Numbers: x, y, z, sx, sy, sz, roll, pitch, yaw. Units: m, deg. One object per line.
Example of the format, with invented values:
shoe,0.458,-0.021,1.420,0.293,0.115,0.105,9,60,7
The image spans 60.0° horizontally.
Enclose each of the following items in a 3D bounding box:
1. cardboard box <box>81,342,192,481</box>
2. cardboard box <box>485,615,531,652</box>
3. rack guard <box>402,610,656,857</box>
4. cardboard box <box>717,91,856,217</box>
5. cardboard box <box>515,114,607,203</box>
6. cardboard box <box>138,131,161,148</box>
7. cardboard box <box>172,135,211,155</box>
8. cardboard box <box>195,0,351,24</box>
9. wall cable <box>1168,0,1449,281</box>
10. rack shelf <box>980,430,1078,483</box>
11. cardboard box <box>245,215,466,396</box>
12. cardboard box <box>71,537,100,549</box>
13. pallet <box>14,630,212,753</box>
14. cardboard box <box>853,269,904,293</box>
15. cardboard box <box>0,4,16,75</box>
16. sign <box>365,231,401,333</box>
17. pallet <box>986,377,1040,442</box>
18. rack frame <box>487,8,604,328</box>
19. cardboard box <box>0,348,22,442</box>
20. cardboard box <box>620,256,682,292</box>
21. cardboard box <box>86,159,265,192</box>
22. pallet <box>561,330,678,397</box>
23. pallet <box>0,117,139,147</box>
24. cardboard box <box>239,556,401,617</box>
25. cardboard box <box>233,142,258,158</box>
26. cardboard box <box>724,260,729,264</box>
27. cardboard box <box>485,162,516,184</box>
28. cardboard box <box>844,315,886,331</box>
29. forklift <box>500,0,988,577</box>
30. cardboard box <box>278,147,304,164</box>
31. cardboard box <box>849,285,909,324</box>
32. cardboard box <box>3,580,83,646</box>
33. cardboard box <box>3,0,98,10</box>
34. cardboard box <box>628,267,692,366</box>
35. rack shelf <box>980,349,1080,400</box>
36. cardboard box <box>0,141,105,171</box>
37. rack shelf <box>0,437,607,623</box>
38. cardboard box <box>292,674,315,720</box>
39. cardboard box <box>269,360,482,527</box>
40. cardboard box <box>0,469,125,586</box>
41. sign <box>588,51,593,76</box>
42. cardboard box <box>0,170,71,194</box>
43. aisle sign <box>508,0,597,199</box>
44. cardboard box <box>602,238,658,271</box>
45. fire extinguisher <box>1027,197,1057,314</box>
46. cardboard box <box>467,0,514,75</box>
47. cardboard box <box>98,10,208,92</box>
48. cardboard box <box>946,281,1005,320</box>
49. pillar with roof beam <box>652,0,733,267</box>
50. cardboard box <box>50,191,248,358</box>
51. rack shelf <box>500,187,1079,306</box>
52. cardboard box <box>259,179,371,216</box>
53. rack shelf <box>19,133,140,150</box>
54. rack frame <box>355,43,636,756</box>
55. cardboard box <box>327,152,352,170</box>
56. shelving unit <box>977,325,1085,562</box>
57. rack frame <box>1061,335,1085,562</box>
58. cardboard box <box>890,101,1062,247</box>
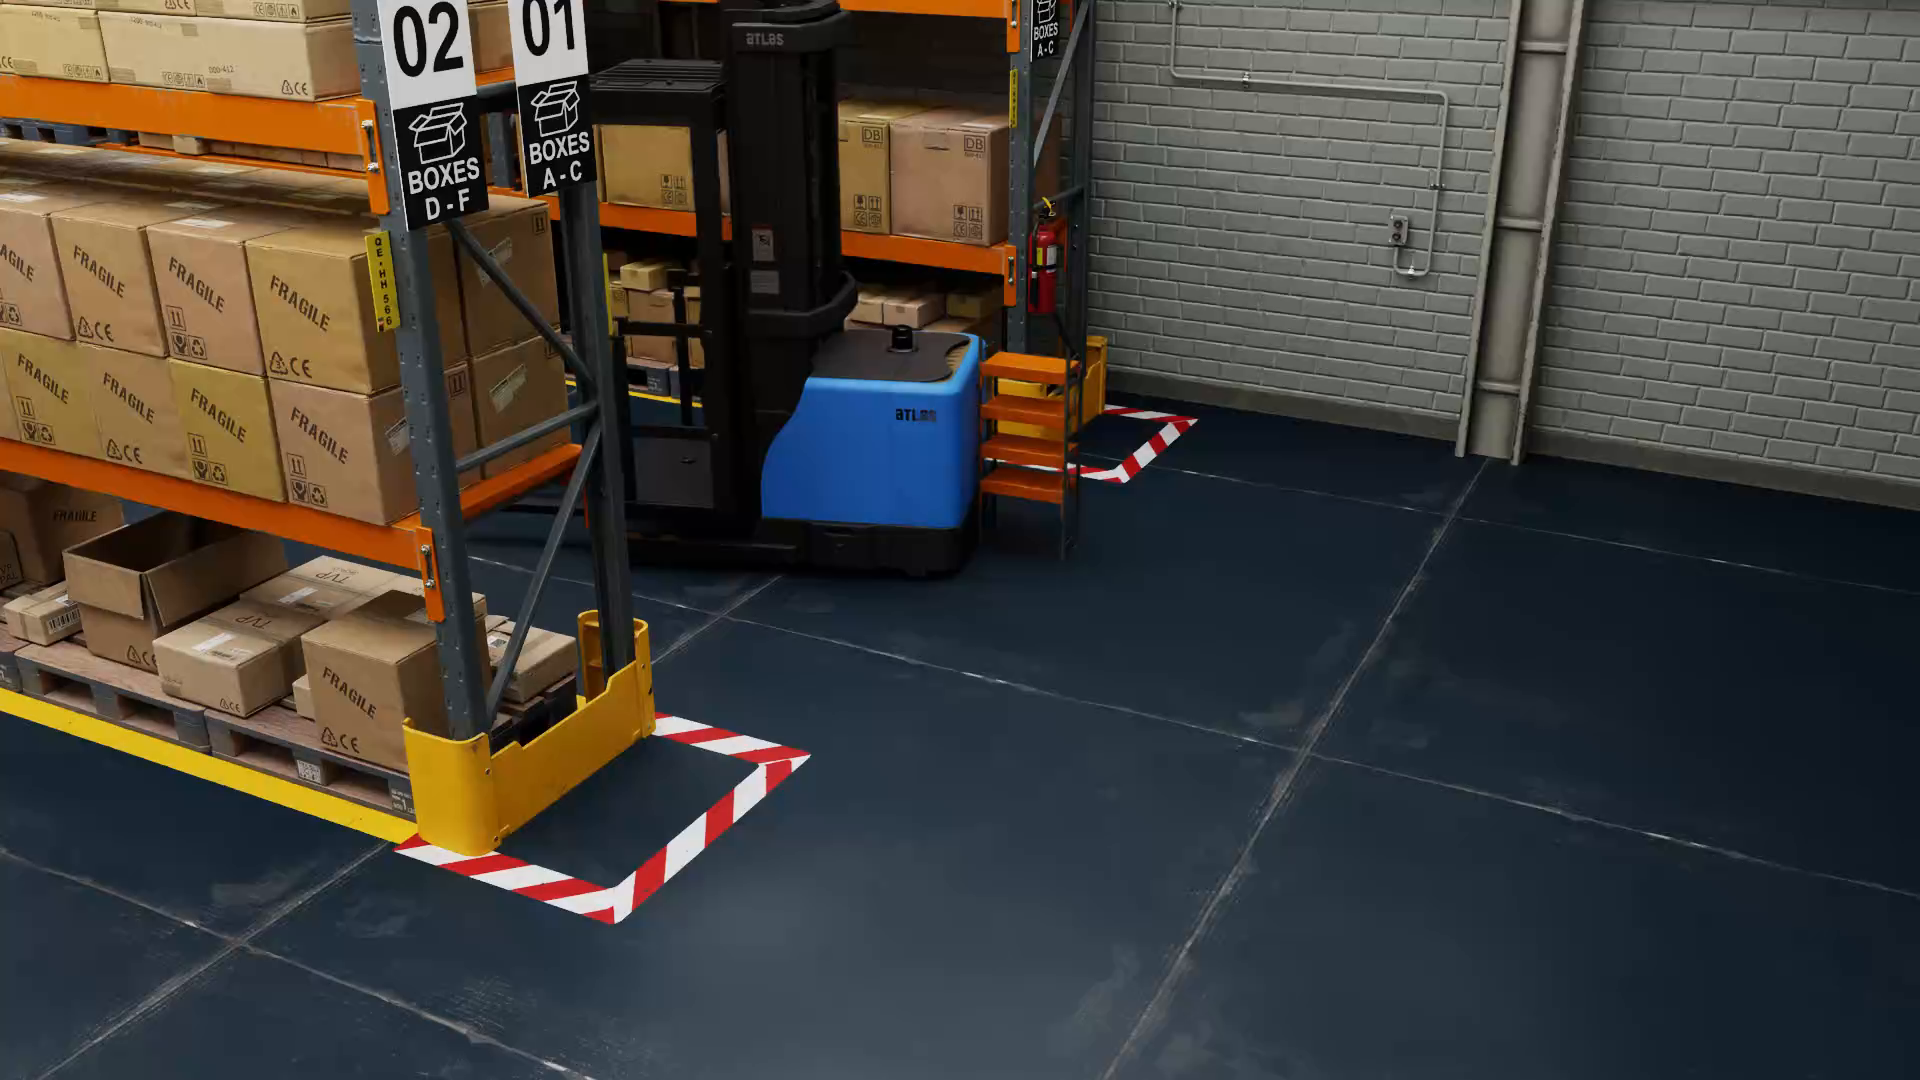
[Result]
cardboard box,-3.091,-0.586,6.667,0.500,0.500,0.500,11,26,25
cardboard box,-2.103,0.488,7.328,0.250,0.166,0.380,11,25,25
rack guard,-1.729,0.761,6.821,0.348,0.500,1.175,11,25,25
cardboard box,-1.220,-2.593,11.131,0.700,0.700,0.980,10,25,22
cardboard box,-2.523,-2.849,11.733,0.700,0.700,0.980,12,26,25
cardboard box,-6.380,-3.273,13.410,0.250,0.149,0.380,11,25,24
cardboard box,-5.960,-3.149,13.118,0.250,0.149,0.380,12,26,26
cardboard box,-2.235,-1.918,5.648,0.500,0.250,0.500,11,25,25
wall cable,2.140,-2.678,10.416,1.851,1.984,0.084,11,25,25
rack shelf,0.375,-0.453,8.953,0.480,0.148,0.258,10,25,21
cardboard box,-2.183,-0.864,6.044,0.500,0.500,0.500,11,25,24
cardboard box,-3.926,0.087,8.086,0.500,0.311,0.500,11,25,25
pallet,-3.526,0.538,7.715,1.213,0.211,1.003,11,25,25
cardboard box,-0.573,-1.718,11.284,0.250,0.149,0.380,11,26,25
cardboard box,-3.571,-1.955,6.373,0.500,0.250,0.500,11,25,25
sign,-1.930,-0.863,5.564,0.005,0.325,0.100,11,25,25
pallet,-0.179,-0.937,11.183,1.213,0.211,1.003,11,25,25
rack frame,-3.000,-2.812,12.030,0.127,3.000,1.000,11,25,25
cardboard box,-3.996,-0.764,7.086,0.500,0.500,0.500,11,25,24
cardboard box,-2.155,-1.862,11.624,0.250,0.149,0.380,12,26,26
cardboard box,-3.307,-1.321,7.118,0.500,0.500,0.500,11,25,24
pallet,-2.356,-1.368,12.196,1.213,0.211,1.003,11,25,25
pallet,-7.253,-3.519,13.937,1.003,0.211,1.213,11,25,25
cardboard box,-2.911,0.316,7.626,0.500,0.250,0.500,11,25,25
cardboard box,-5.444,-3.105,13.014,0.250,0.149,0.380,12,26,26
cardboard box,-1.487,-1.897,11.707,0.250,0.149,0.380,11,26,25
cardboard box,-3.429,-2.667,11.984,0.250,0.149,0.380,11,26,25
cardboard box,-0.546,-1.326,11.193,0.500,0.500,0.700,11,25,24
forklift,-1.406,-1.409,8.819,3.031,2.935,1.130,4,23,8
cardboard box,-5.006,-3.006,12.782,0.250,0.149,0.380,11,26,25
cardboard box,-0.525,-1.540,10.867,0.250,0.149,0.380,12,26,26
cardboard box,-4.178,0.319,7.726,0.250,0.166,0.380,11,25,25
cardboard box,-3.126,-2.096,6.066,0.500,0.250,0.500,11,25,25
cardboard box,-1.932,-1.598,11.831,0.500,0.500,0.700,11,25,24
rack shelf,0.375,-0.876,8.773,0.480,0.148,0.258,10,25,21
cardboard box,-4.205,-1.499,7.538,0.500,0.500,0.500,11,25,24
rack shelf,-3.446,-0.398,7.271,4.000,0.370,1.077,11,25,25
cardboard box,-2.579,0.613,7.034,0.250,0.166,0.380,11,25,25
cardboard box,-2.184,-0.405,6.243,0.500,0.500,0.500,12,26,26
cardboard box,-4.595,-0.132,8.360,0.500,0.500,0.500,11,25,25
sign,-2.750,-3.441,12.302,0.005,0.325,0.100,11,25,25
cardboard box,-4.019,-1.224,6.891,0.500,0.500,0.500,10,25,23
aisle sign,-1.468,-1.662,6.004,0.004,0.787,0.394,11,25,25
cardboard box,-2.418,-2.081,12.139,0.250,0.149,0.380,11,25,24
fire extinguisher,0.497,-1.711,10.016,0.183,0.674,0.296,11,25,25
cardboard box,-2.005,-1.866,6.164,0.500,0.250,0.500,11,25,25
cardboard box,-2.680,-1.777,5.956,0.500,0.250,0.500,11,25,25
cardboard box,0.102,-1.584,10.971,0.250,0.149,0.380,11,26,25
pillar with roof beam,-3.927,-4.248,7.741,0.400,9.000,9.100,11,25,25
cardboard box,-3.099,-1.043,6.464,0.500,0.500,0.500,12,26,26
rack shelf,-1.215,-2.128,11.341,4.000,0.370,1.077,11,25,25
cardboard box,-2.409,-1.142,6.696,0.500,0.500,0.500,11,26,25
rack shelf,-8.354,-3.541,14.663,4.000,0.370,1.077,11,25,25
rack frame,-1.662,-0.375,6.300,0.127,3.000,1.000,11,25,25
cardboard box,-4.543,-2.907,12.547,0.250,0.149,0.380,10,25,23
shelving unit,0.375,-0.515,8.927,0.503,1.200,0.258,10,25,21
rack frame,0.599,-0.477,8.838,0.015,1.200,0.240,10,25,21
cardboard box,0.111,-2.331,10.514,0.700,0.700,0.980,12,26,27
